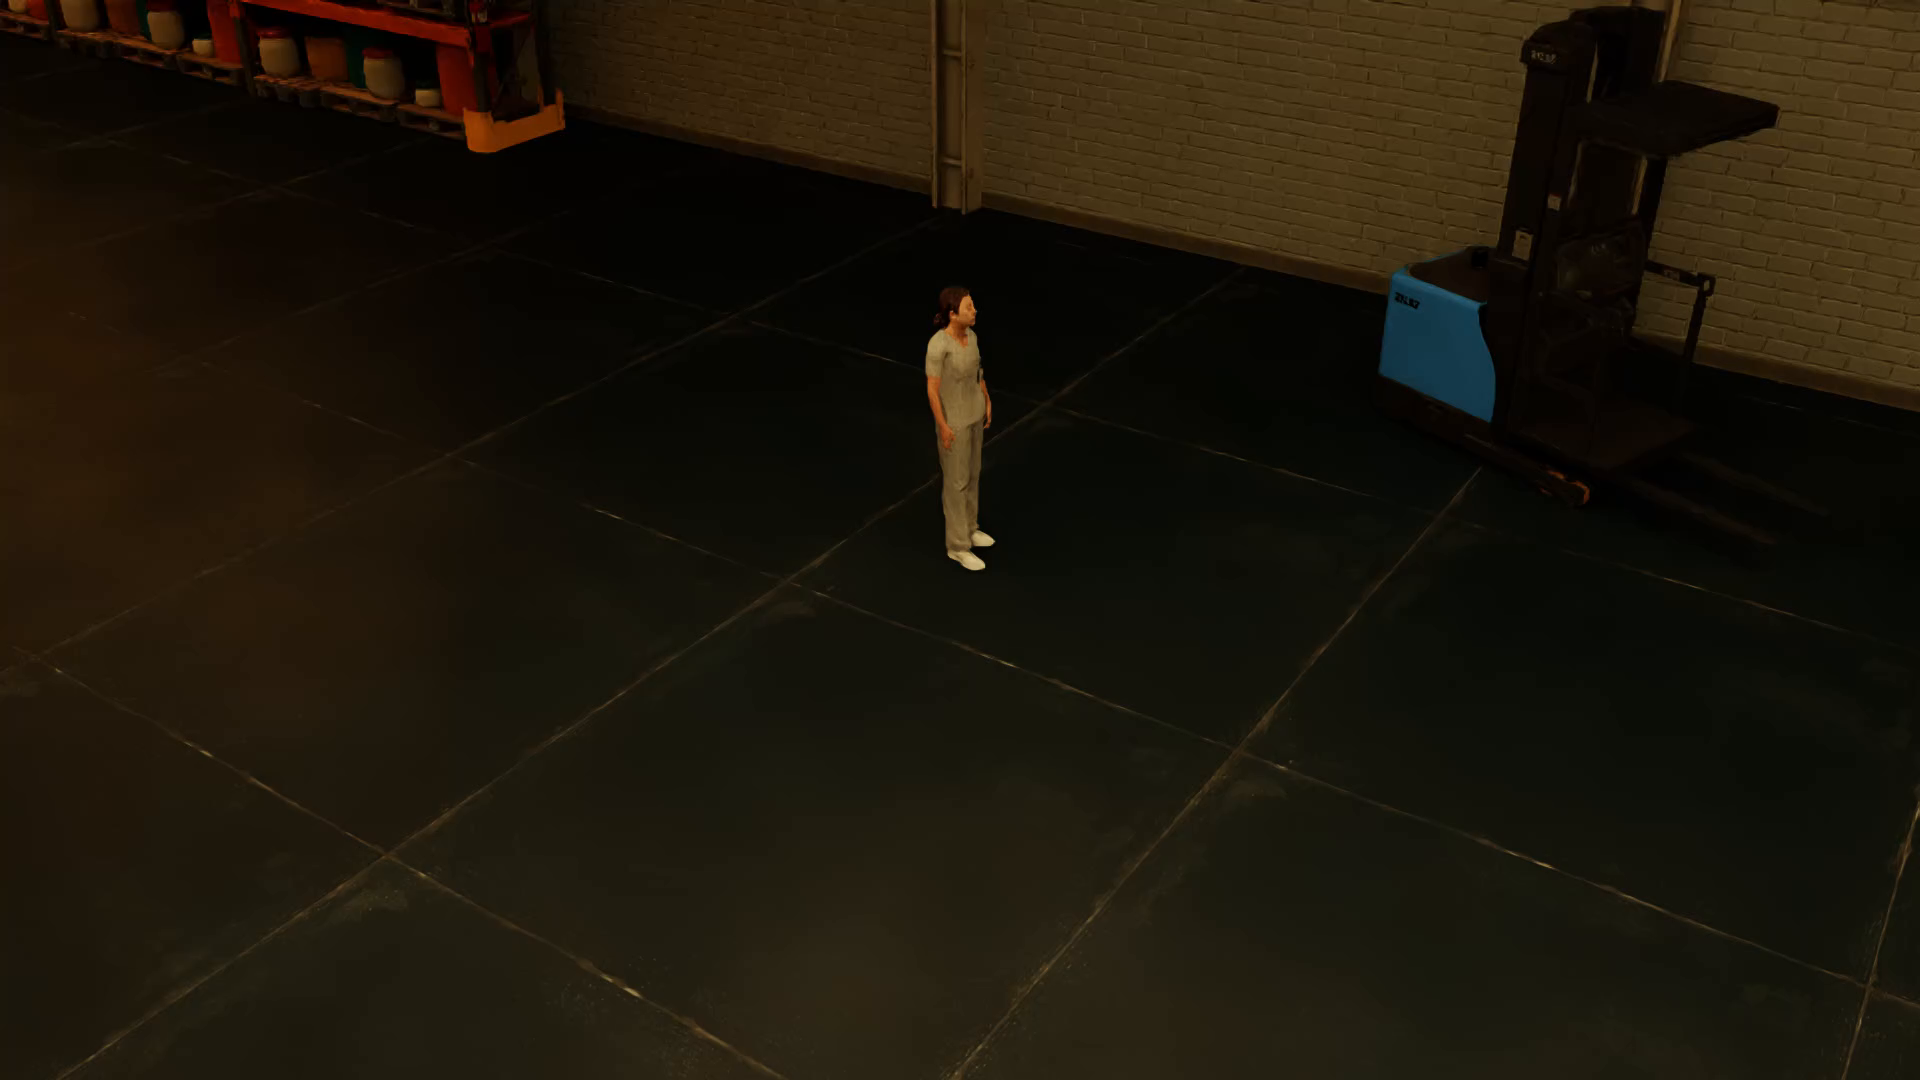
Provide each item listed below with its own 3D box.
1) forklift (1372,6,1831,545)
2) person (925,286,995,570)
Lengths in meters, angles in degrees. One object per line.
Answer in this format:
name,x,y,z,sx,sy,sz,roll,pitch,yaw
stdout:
forklift,4.266,-1.761,10.615,1.130,2.935,3.031,-20,36,-31
person,0.054,-0.705,10.030,0.548,1.674,0.550,19,35,29
